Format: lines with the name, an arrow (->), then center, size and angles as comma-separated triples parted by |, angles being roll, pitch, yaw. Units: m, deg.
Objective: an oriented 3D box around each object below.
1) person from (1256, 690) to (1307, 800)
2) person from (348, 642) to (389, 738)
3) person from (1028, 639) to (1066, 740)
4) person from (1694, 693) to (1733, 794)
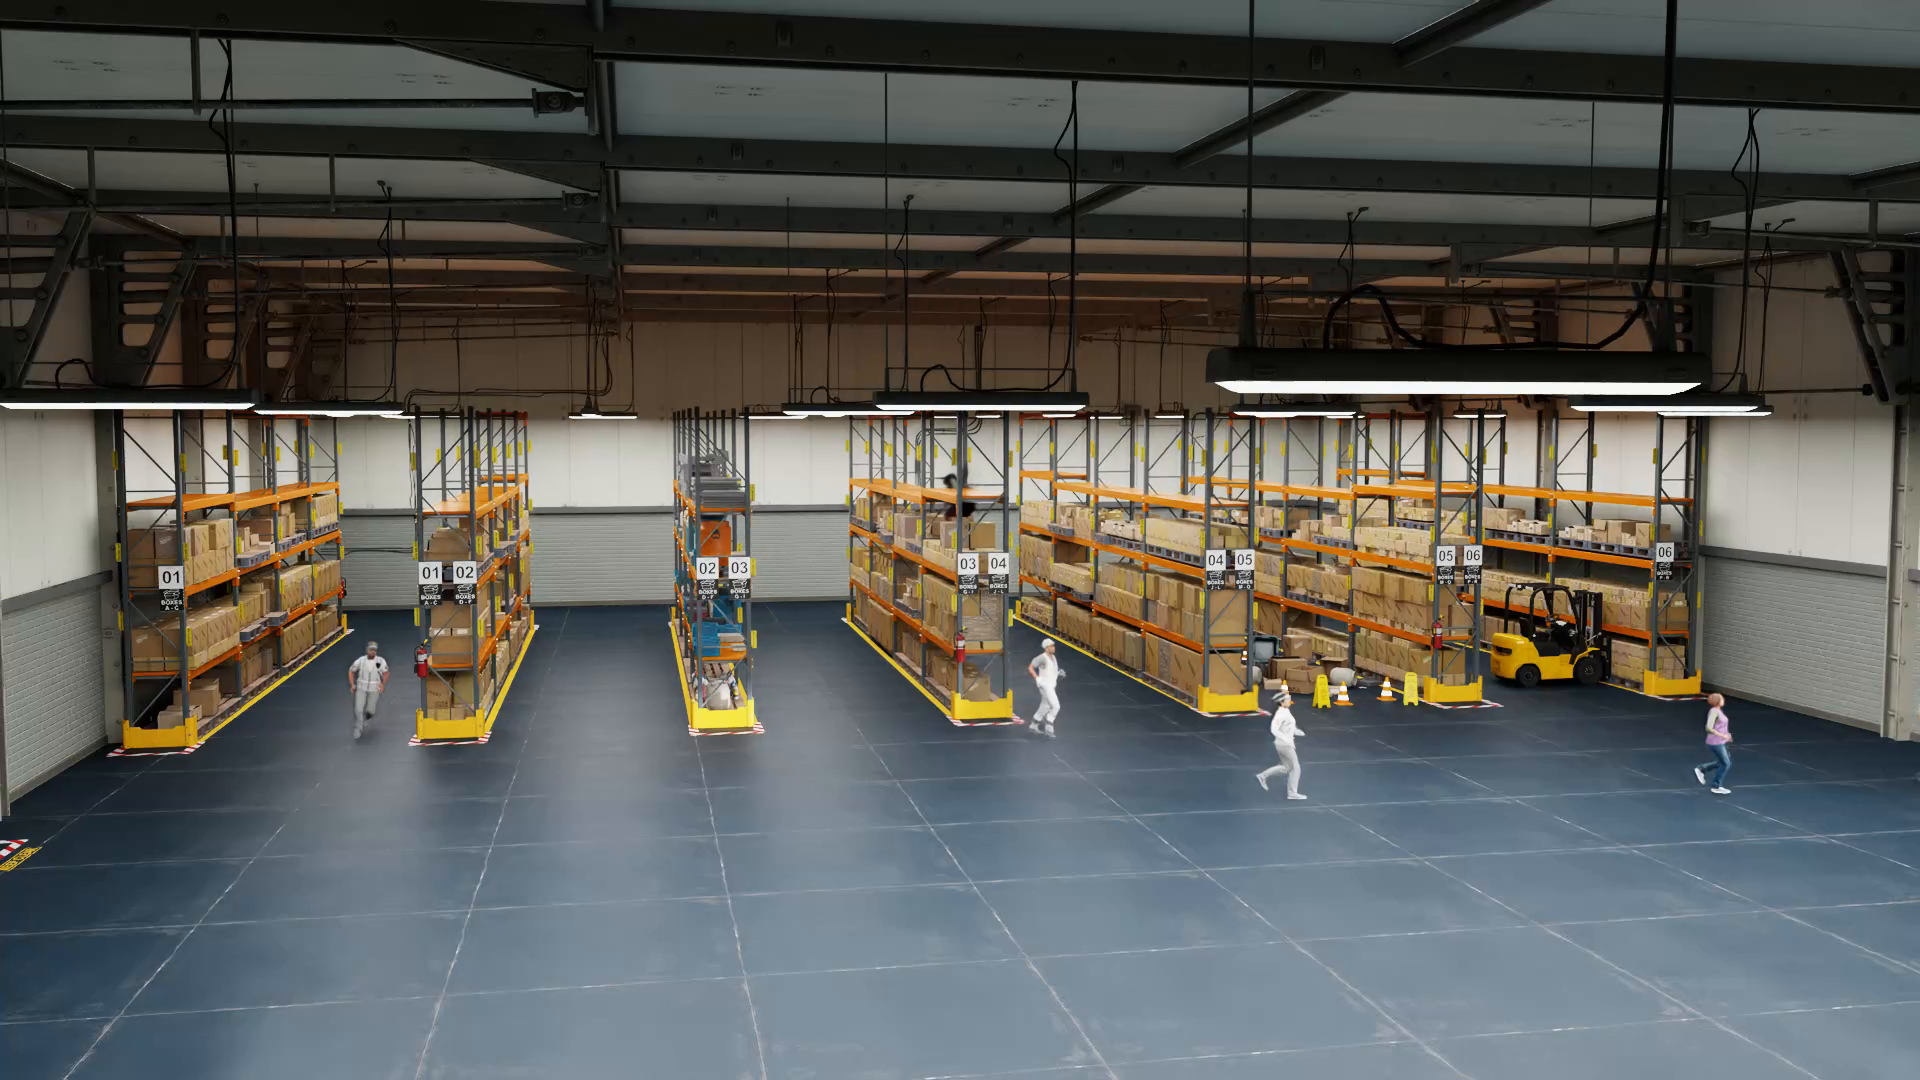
person -> 4.884, 3.098, 25.194 | 0.748, 1.660, 0.625 | 1, 4, 14
person -> -10.821, 2.710, 30.440 | 0.704, 1.717, 0.583 | -1, 4, -19
person -> 1.573, 2.699, 30.107 | 0.708, 1.830, 0.643 | 2, 5, 26
person -> 11.624, 3.133, 25.635 | 0.565, 1.528, 0.534 | 3, 5, 32
